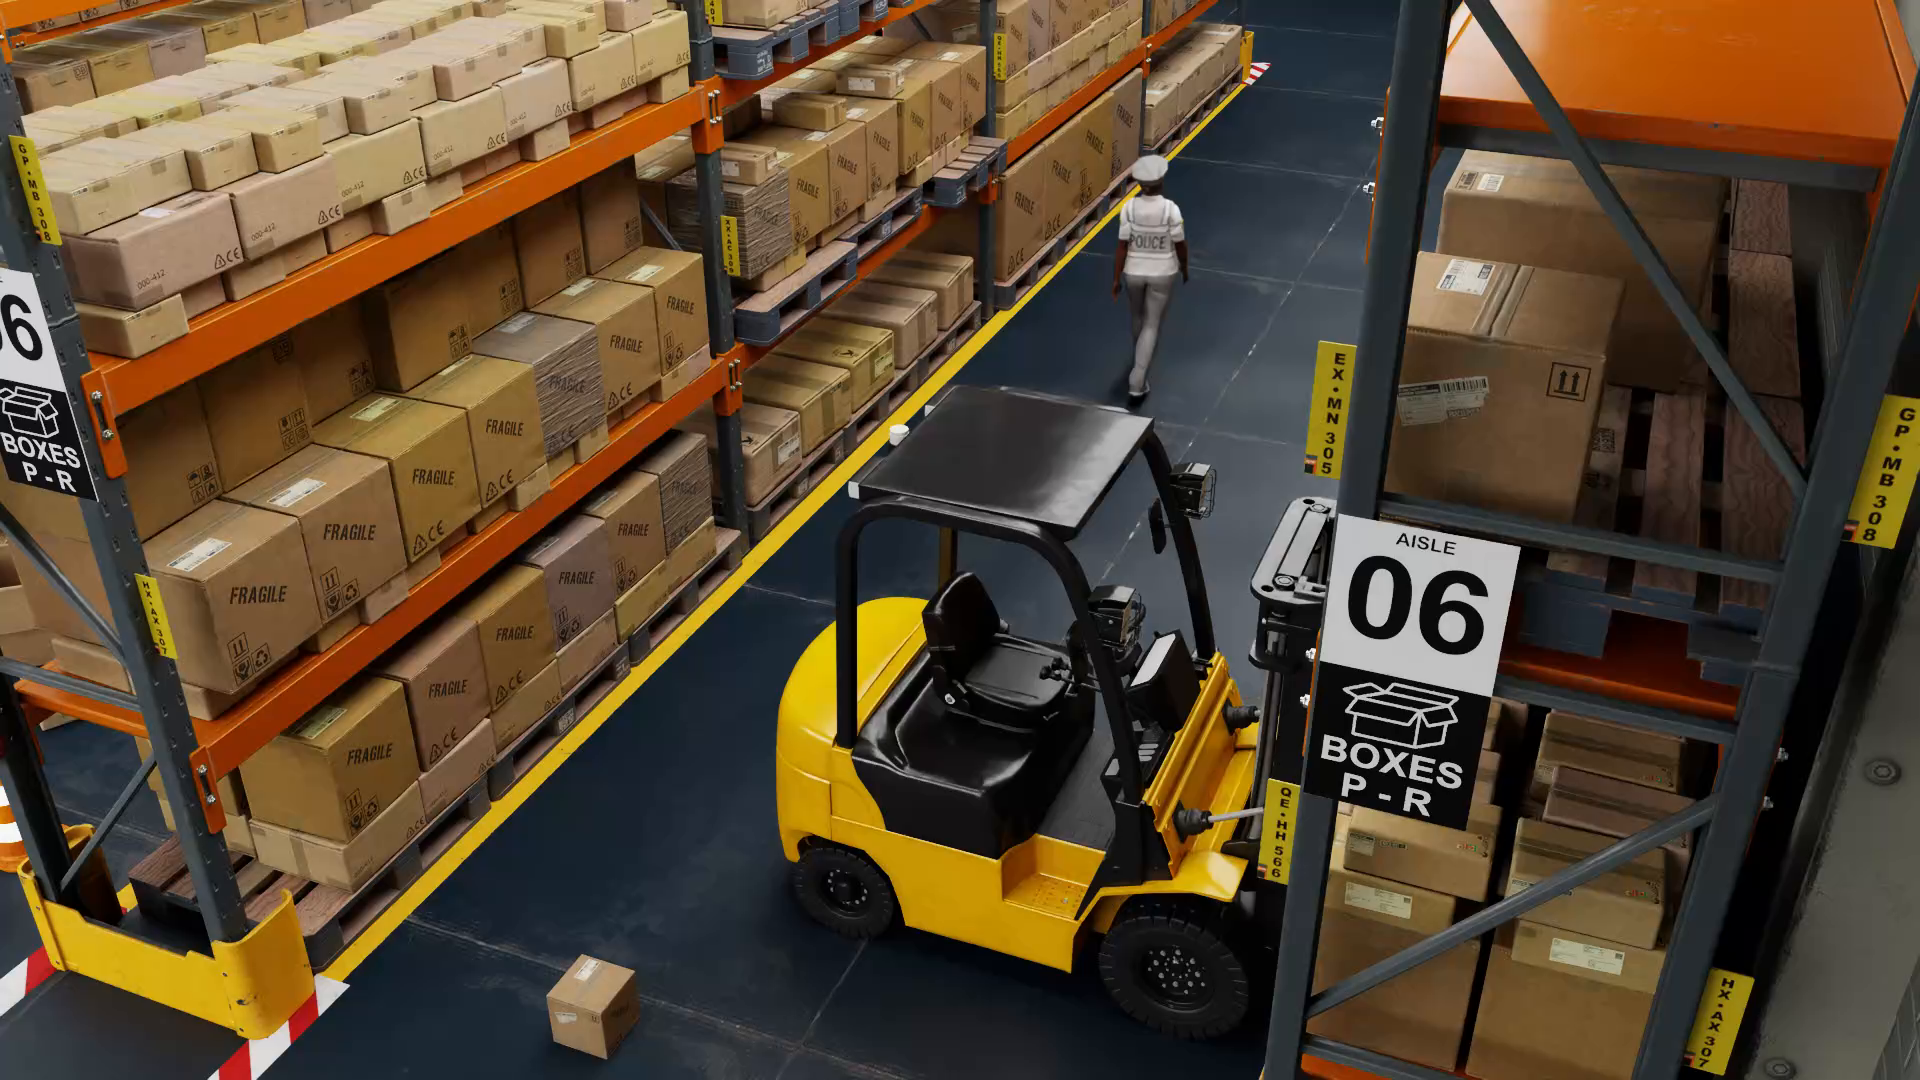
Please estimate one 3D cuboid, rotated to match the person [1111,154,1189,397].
[{"bbox_3d":[1.349,-1.903,11.667,0.475,1.632,0.987,10,31,17],"label":"person"}]
